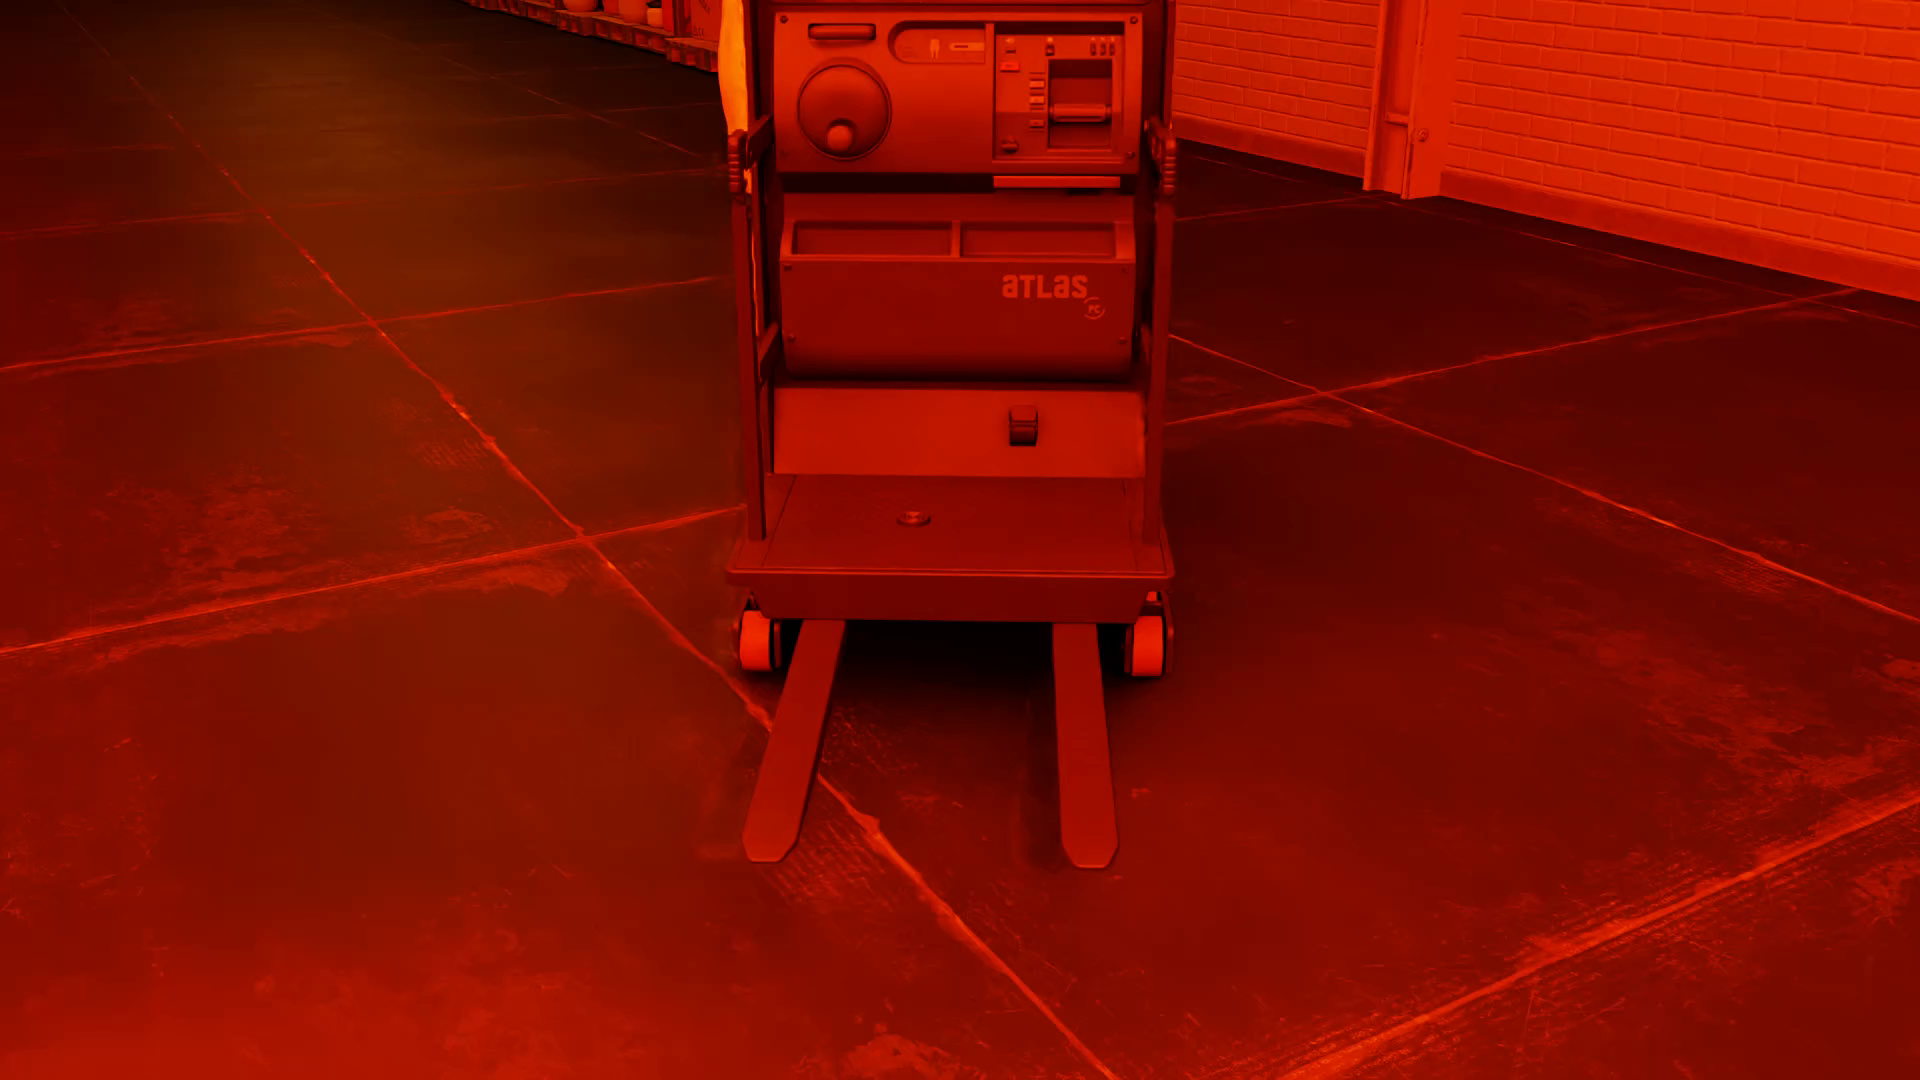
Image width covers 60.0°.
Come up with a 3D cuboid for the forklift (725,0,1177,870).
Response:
[{"bbox_3d":[-0.011,-1.123,4.011,1.130,2.935,3.031,1,22,2],"label":"forklift"}]

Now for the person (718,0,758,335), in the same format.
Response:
[{"bbox_3d":[-0.775,-1.715,6.979,0.430,1.772,0.647,-9,24,-21],"label":"person"}]
